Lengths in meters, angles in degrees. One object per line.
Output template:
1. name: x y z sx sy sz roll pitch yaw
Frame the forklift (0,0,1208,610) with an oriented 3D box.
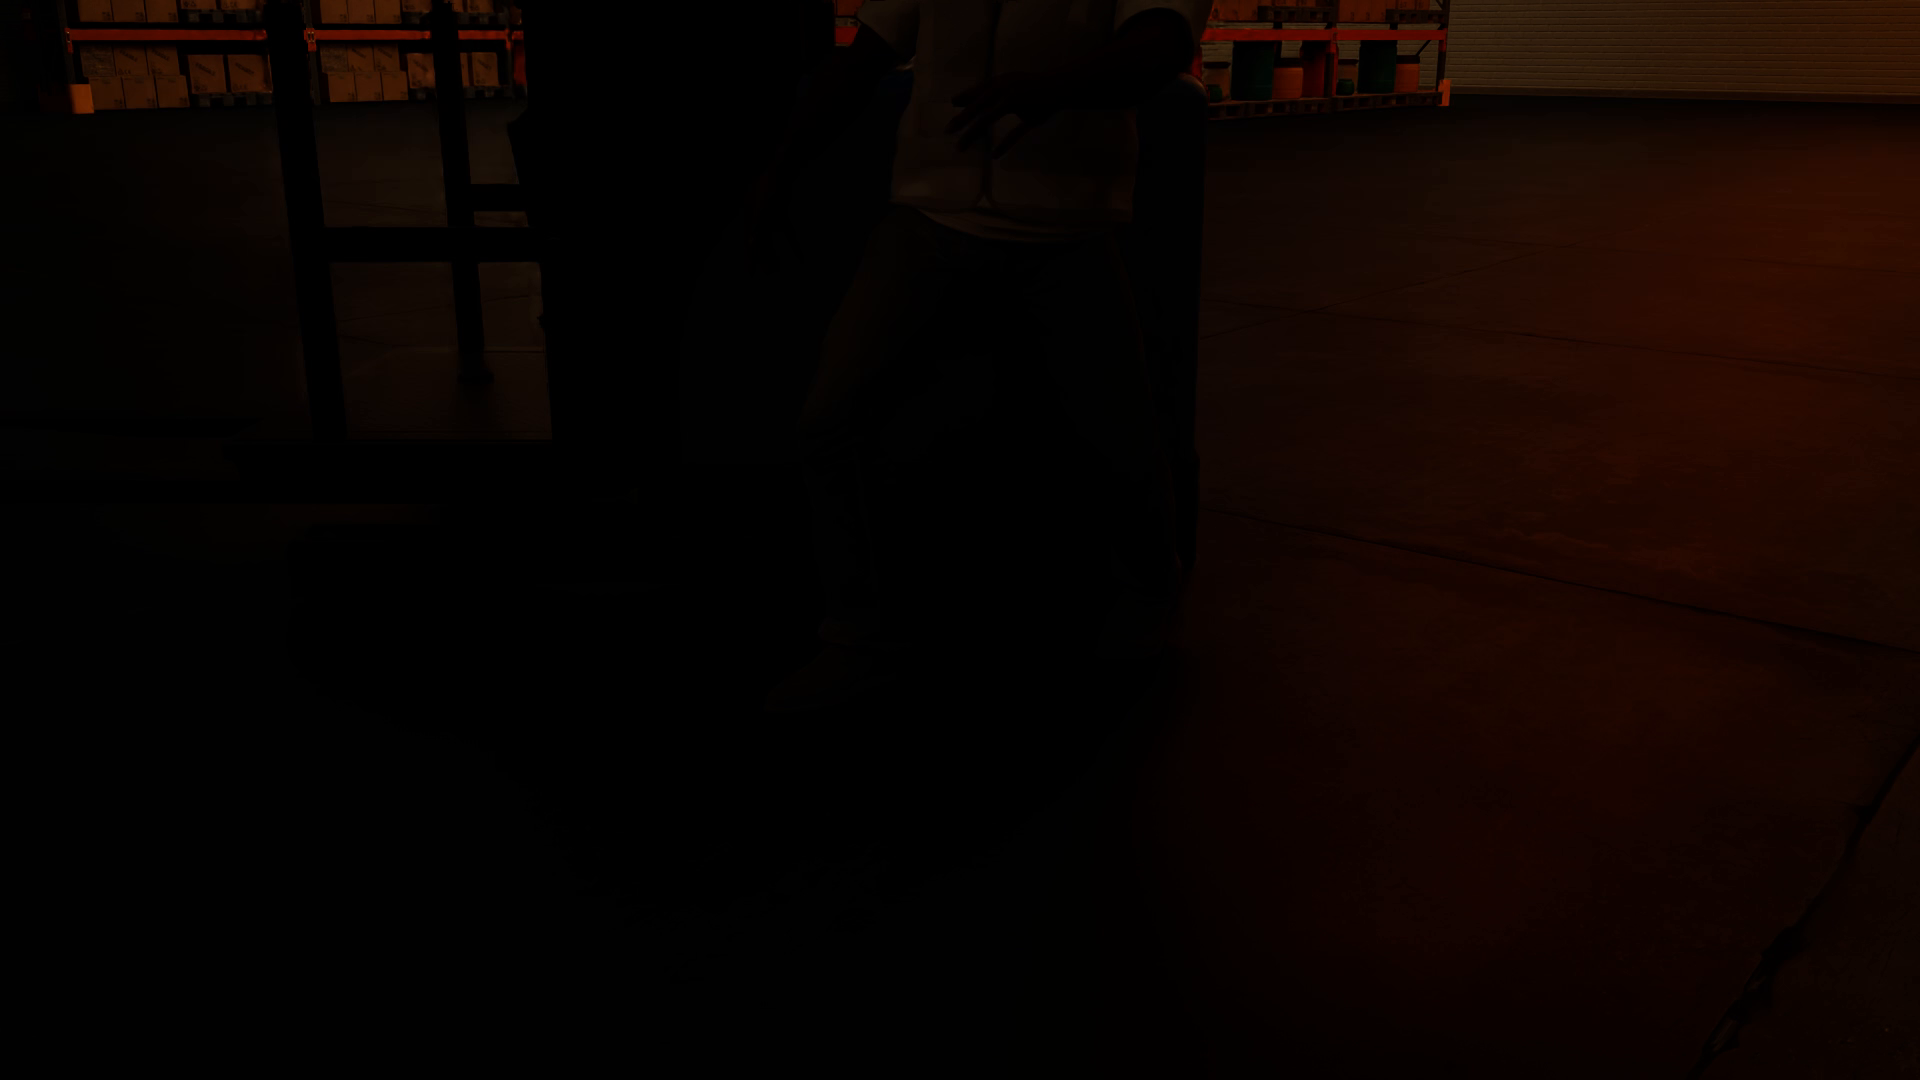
1. forklift: -1.013 -1.410 3.541 3.031 2.935 1.130 0 17 1

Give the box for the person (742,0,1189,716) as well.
1. person: -0.015 -0.532 2.846 0.821 1.676 0.895 5 18 15
